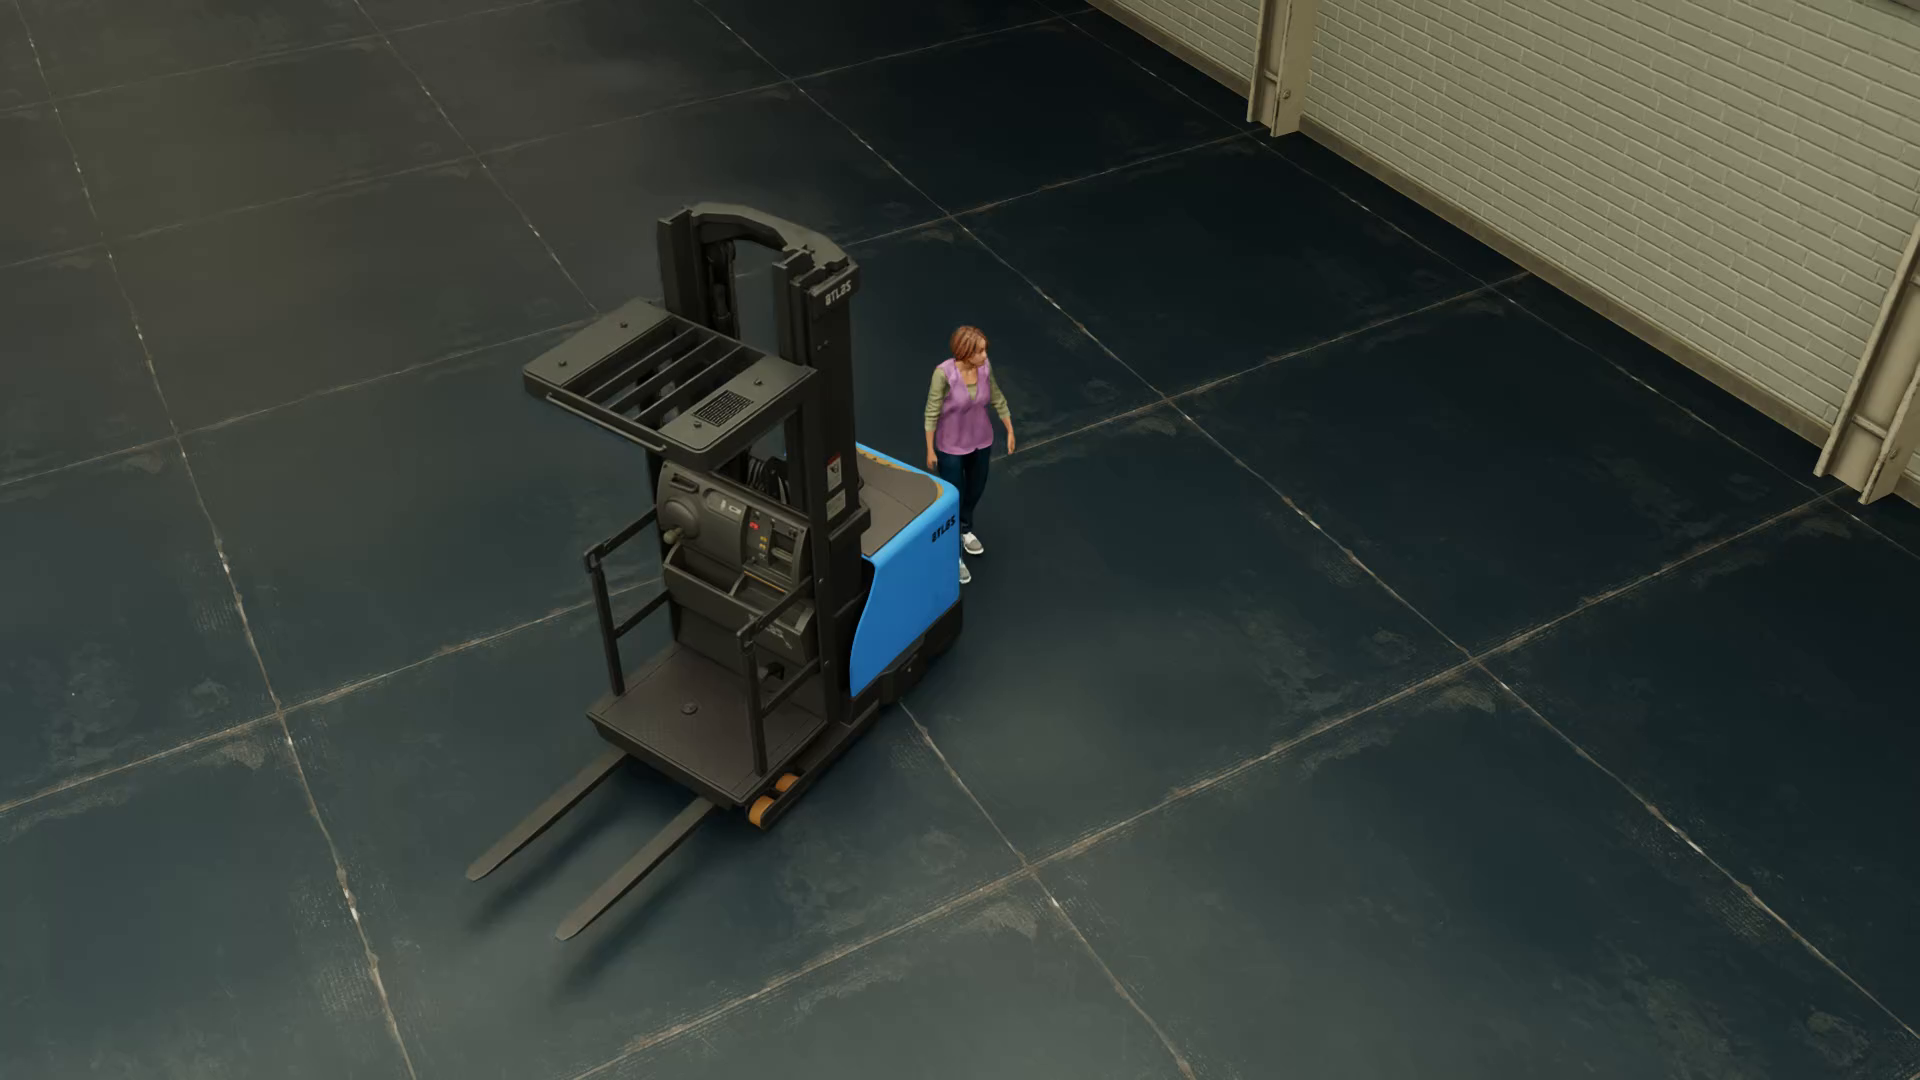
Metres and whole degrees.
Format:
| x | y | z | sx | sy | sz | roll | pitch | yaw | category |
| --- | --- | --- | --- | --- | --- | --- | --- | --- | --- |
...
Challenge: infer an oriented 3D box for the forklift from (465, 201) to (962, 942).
| x | y | z | sx | sy | sz | roll | pitch | yaw | category |
| --- | --- | --- | --- | --- | --- | --- | --- | --- | --- |
| -1.247 | -0.001 | 8.037 | 1.130 | 2.935 | 3.031 | 24 | 45 | 26 | forklift |

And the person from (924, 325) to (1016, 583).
| x | y | z | sx | sy | sz | roll | pitch | yaw | category |
| --- | --- | --- | --- | --- | --- | --- | --- | --- | --- |
| 0.076 | -0.531 | 9.730 | 0.542 | 1.589 | 0.476 | -23 | 45 | -25 | person |
